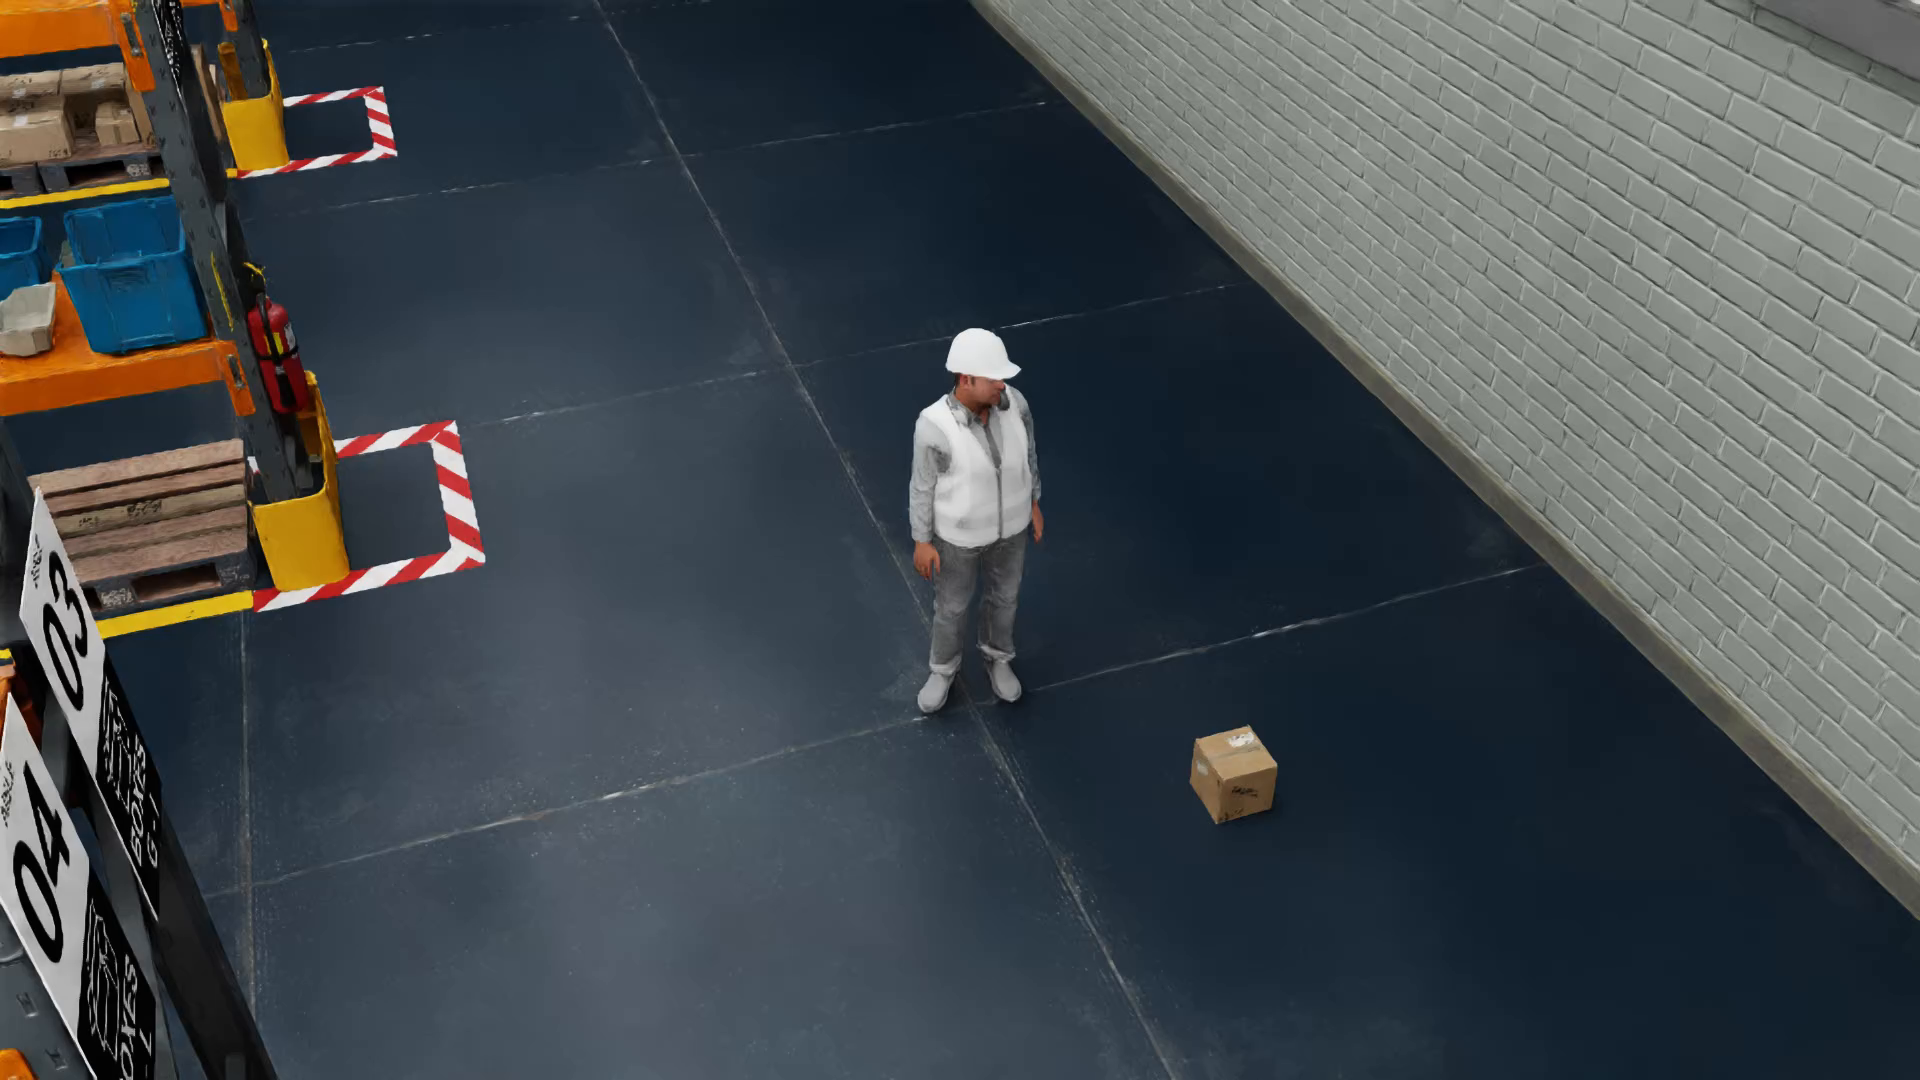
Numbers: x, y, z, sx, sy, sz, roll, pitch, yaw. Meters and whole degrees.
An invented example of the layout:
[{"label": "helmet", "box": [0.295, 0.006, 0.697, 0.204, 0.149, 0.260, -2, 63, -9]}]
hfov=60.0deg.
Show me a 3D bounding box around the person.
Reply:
[{"label": "person", "box": [0.072, -0.062, 6.805, 0.588, 1.778, 0.385, -17, 41, -21]}]
